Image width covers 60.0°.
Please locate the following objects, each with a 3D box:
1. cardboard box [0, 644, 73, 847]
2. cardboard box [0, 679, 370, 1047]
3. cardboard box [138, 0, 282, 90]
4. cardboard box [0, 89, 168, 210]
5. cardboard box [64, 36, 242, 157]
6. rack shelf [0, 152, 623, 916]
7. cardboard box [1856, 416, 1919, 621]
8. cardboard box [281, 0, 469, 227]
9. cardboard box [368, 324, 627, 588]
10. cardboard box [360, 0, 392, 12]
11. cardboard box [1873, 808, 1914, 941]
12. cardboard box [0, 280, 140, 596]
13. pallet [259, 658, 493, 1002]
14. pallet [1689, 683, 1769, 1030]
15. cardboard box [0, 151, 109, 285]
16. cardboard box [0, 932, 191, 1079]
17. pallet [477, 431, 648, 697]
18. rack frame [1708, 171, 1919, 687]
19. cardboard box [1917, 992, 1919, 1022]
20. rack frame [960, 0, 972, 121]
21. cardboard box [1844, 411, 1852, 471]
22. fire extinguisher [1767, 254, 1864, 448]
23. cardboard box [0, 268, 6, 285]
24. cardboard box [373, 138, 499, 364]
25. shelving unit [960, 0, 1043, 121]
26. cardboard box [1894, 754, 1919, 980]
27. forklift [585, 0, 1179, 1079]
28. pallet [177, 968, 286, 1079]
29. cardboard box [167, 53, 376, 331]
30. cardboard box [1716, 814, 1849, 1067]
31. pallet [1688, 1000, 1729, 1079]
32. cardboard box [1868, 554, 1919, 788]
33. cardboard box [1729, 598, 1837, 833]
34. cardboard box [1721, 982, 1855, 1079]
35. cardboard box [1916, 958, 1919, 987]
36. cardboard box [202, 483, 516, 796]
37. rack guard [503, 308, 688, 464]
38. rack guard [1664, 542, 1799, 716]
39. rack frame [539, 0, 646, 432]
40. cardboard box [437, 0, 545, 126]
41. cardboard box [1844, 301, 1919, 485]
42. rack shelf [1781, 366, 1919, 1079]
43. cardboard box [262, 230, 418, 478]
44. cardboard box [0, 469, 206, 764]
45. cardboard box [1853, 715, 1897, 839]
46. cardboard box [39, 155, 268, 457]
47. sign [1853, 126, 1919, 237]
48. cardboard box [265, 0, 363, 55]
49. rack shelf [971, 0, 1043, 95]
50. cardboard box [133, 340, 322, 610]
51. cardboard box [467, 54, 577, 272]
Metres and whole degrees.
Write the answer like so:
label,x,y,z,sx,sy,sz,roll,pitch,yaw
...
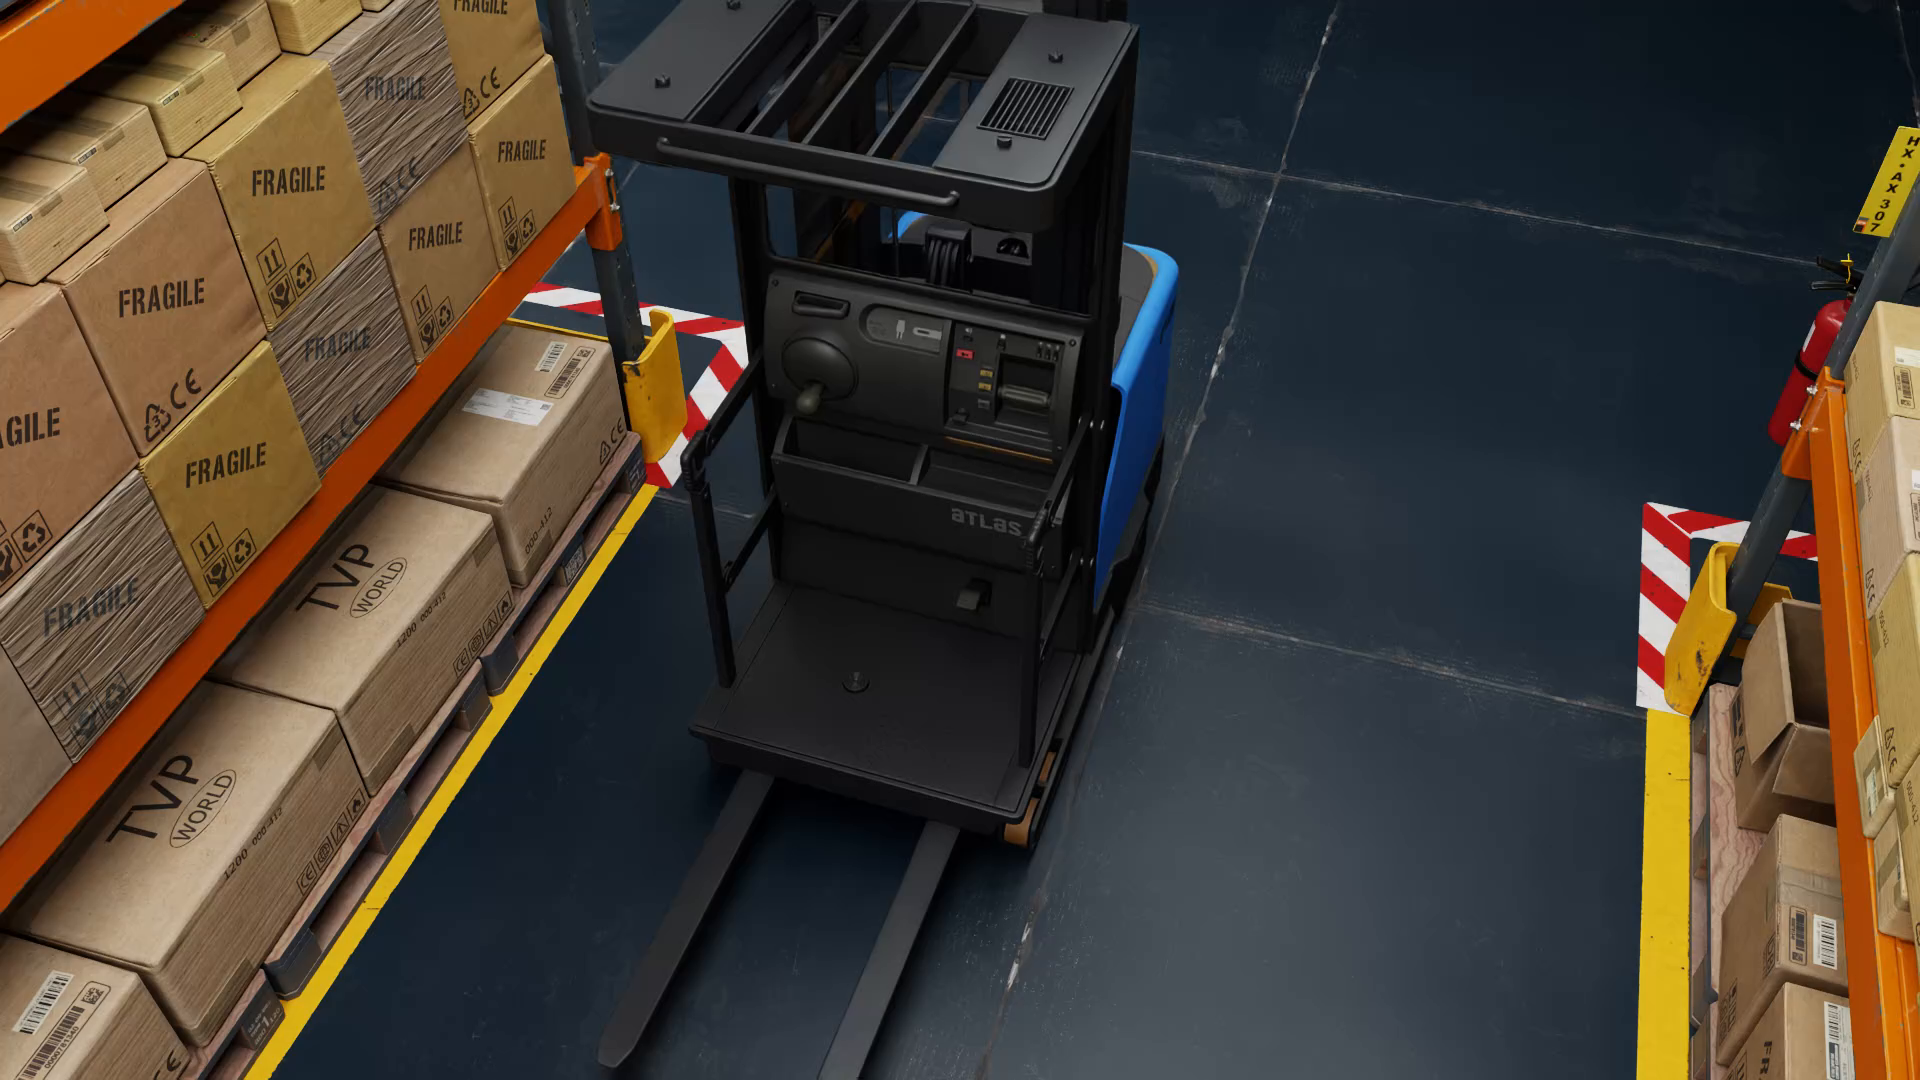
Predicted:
label,x,y,z,sx,sy,sz,roll,pitch,yaw
cardboard box,-2.366,0.456,3.568,0.500,0.500,0.500,13,46,13
cardboard box,-2.351,0.857,4.762,0.875,0.438,0.875,11,45,11
cardboard box,-1.935,-1.243,4.126,0.380,0.149,0.250,12,46,12
cardboard box,-2.052,-0.893,3.768,0.380,0.149,0.250,14,46,14
cardboard box,-1.955,-1.064,3.942,0.380,0.149,0.250,14,46,13
rack shelf,-2.309,0.008,4.612,1.077,0.370,4.000,13,46,13
cardboard box,2.482,-0.005,4.005,0.500,0.250,0.500,13,46,13
cardboard box,-1.752,-1.249,4.596,0.500,0.500,0.500,13,46,13
cardboard box,-1.808,-0.356,6.001,0.875,0.438,0.875,11,45,11
cardboard box,-1.673,-1.562,4.451,0.380,0.149,0.250,12,46,12
cardboard box,2.170,0.745,3.524,0.380,0.149,0.250,14,46,13
cardboard box,-2.215,-0.250,3.574,0.500,0.500,0.500,13,46,13
pallet,-2.242,0.774,5.308,1.003,0.211,1.213,13,46,12
pallet,2.765,1.045,5.031,1.003,0.211,1.213,13,46,13
cardboard box,-2.092,-0.708,3.579,0.380,0.149,0.250,13,46,13
cardboard box,-2.622,1.453,4.152,0.875,0.438,0.875,12,46,12
pallet,-1.871,-0.036,6.136,1.003,0.211,1.213,13,46,13
rack frame,3.029,-0.534,4.651,1.000,3.000,0.127,13,46,13
cardboard box,2.040,1.022,2.956,0.500,0.250,0.500,12,46,12
rack frame,0.192,-1.149,5.923,0.400,2.100,0.015,13,46,13
cardboard box,2.668,-0.283,4.574,0.380,0.149,0.250,12,46,12
fire extinguisher,2.633,-0.569,5.008,0.296,0.674,0.183,13,46,13
cardboard box,-2.232,-0.559,3.426,0.380,0.149,0.250,12,46,12
cardboard box,-1.763,-0.909,4.963,0.500,0.500,0.500,12,46,12
shelving unit,0.270,-1.311,6.088,0.431,2.100,0.503,13,46,13
cardboard box,2.197,0.679,3.306,0.500,0.250,0.500,11,46,11
forklift,-0.183,-0.406,4.569,1.130,2.935,3.031,13,46,13
pallet,-2.610,1.590,4.474,1.003,0.211,1.213,13,46,13
cardboard box,-1.905,-0.920,4.259,0.500,0.500,0.500,12,46,12
cardboard box,2.457,1.159,4.408,0.700,0.500,0.500,14,46,14
pallet,2.394,1.856,4.203,1.003,0.211,1.213,13,46,13
cardboard box,2.332,0.334,3.659,0.500,0.250,0.500,12,46,12
cardboard box,2.753,0.596,4.981,0.797,0.503,0.637,11,45,11
cardboard box,2.202,1.490,4.070,0.500,0.500,0.500,13,46,13
cardboard box,2.157,0.931,3.333,0.380,0.149,0.250,12,46,12
cardboard box,-2.077,0.256,5.375,0.875,0.438,0.875,14,46,14
rack guard,-1.696,-0.705,6.613,1.175,0.500,0.348,13,46,13
rack guard,3.006,0.410,5.473,1.175,0.500,0.348,13,46,13
rack frame,-1.703,-1.583,5.723,1.000,3.000,0.127,13,46,13
cardboard box,-1.622,-1.604,4.958,0.500,0.500,0.500,14,46,14
cardboard box,2.635,-0.341,4.348,0.500,0.250,0.500,13,46,13
rack shelf,2.423,1.056,3.540,1.077,0.370,4.000,13,46,13
cardboard box,-1.910,-0.564,4.611,0.500,0.500,0.500,14,46,14
cardboard box,-2.210,0.126,3.905,0.500,0.500,0.500,13,46,13
cardboard box,2.230,0.565,3.707,0.380,0.149,0.250,11,46,11
cardboard box,-2.059,-0.586,3.917,0.500,0.500,0.500,12,46,12
sign,2.512,-0.958,4.465,0.100,0.325,0.005,13,46,13
cardboard box,-1.788,-1.403,4.288,0.380,0.149,0.250,14,46,13
rack shelf,0.270,-1.801,5.608,0.431,0.518,0.480,13,46,13
cardboard box,-2.054,-0.218,4.256,0.500,0.500,0.500,14,46,14
cardboard box,-1.597,-1.241,5.302,0.500,0.500,0.500,13,46,13
